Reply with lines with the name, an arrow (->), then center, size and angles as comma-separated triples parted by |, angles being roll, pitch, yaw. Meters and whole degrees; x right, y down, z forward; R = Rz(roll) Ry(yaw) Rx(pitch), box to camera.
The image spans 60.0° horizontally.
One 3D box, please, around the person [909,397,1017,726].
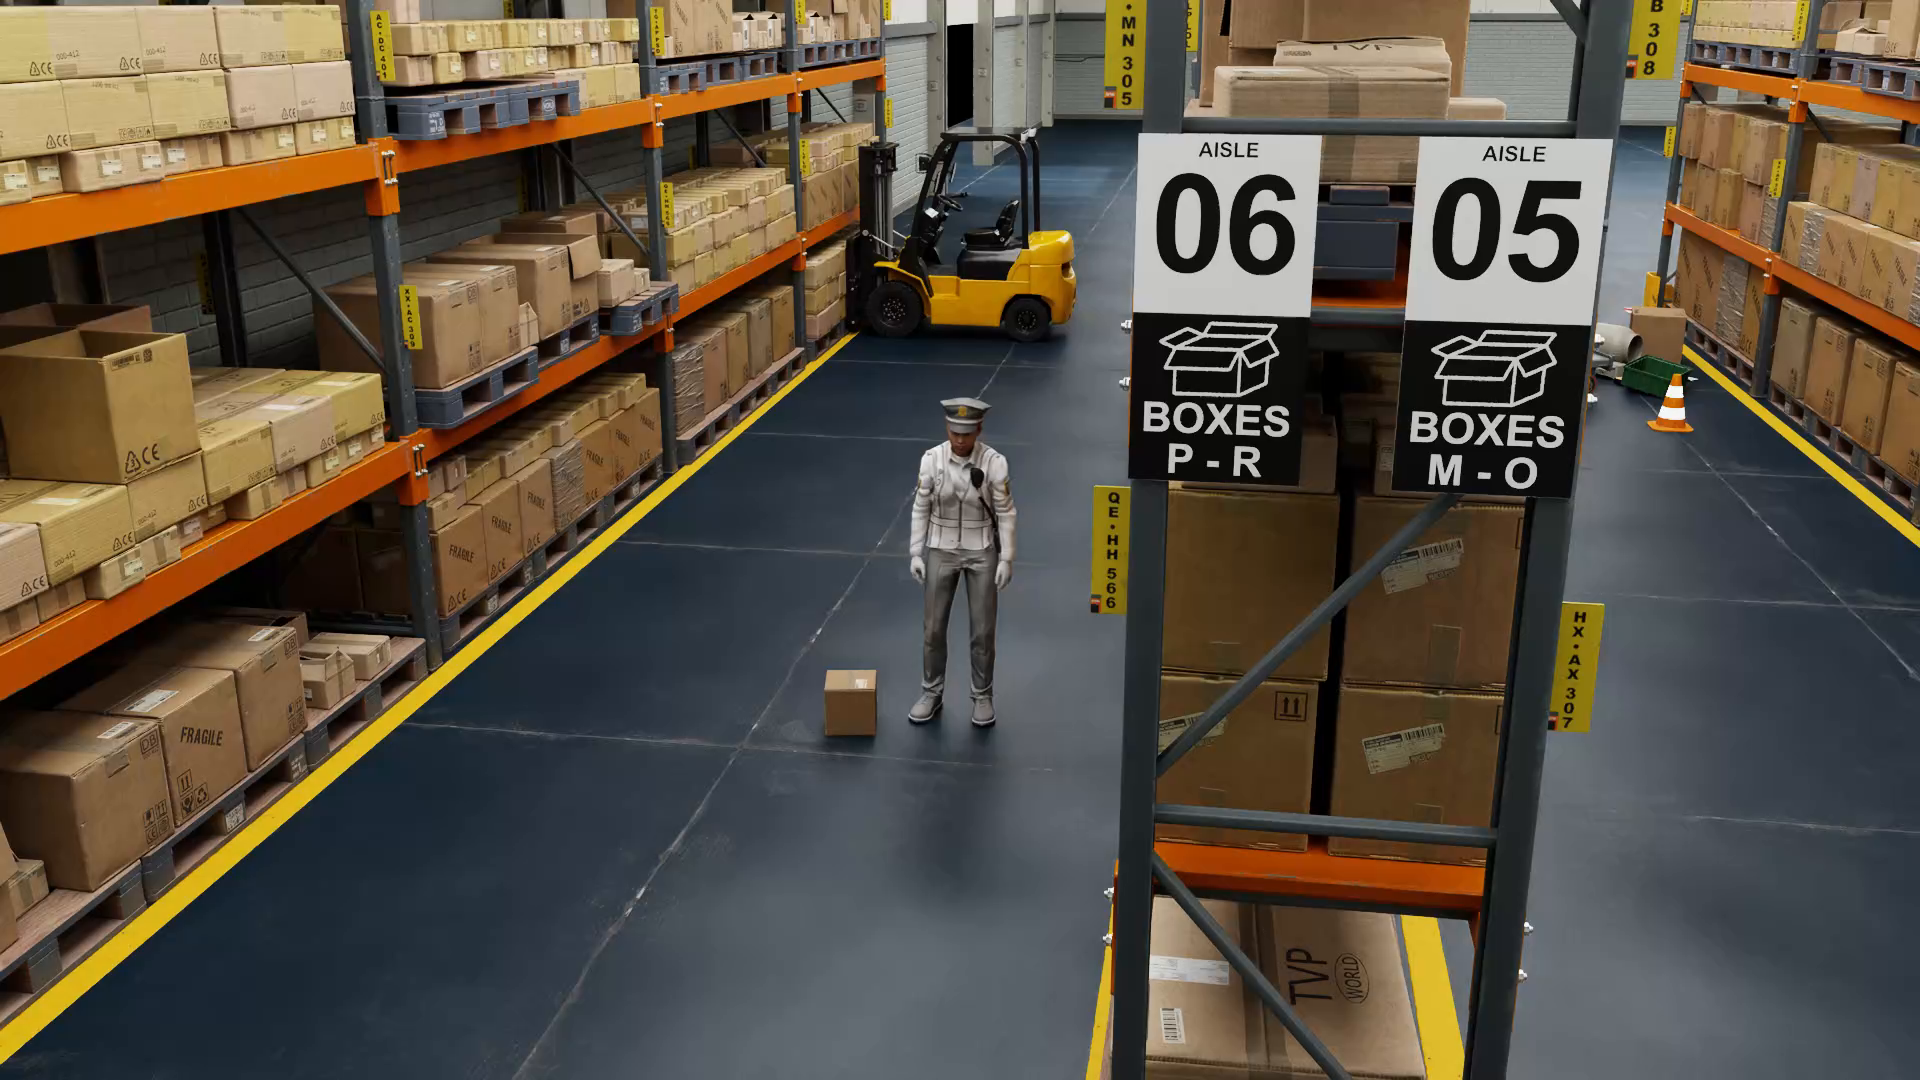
person -> 0.011, 0.101, 8.237 | 0.530, 1.663, 0.347 | 3, 18, 8
